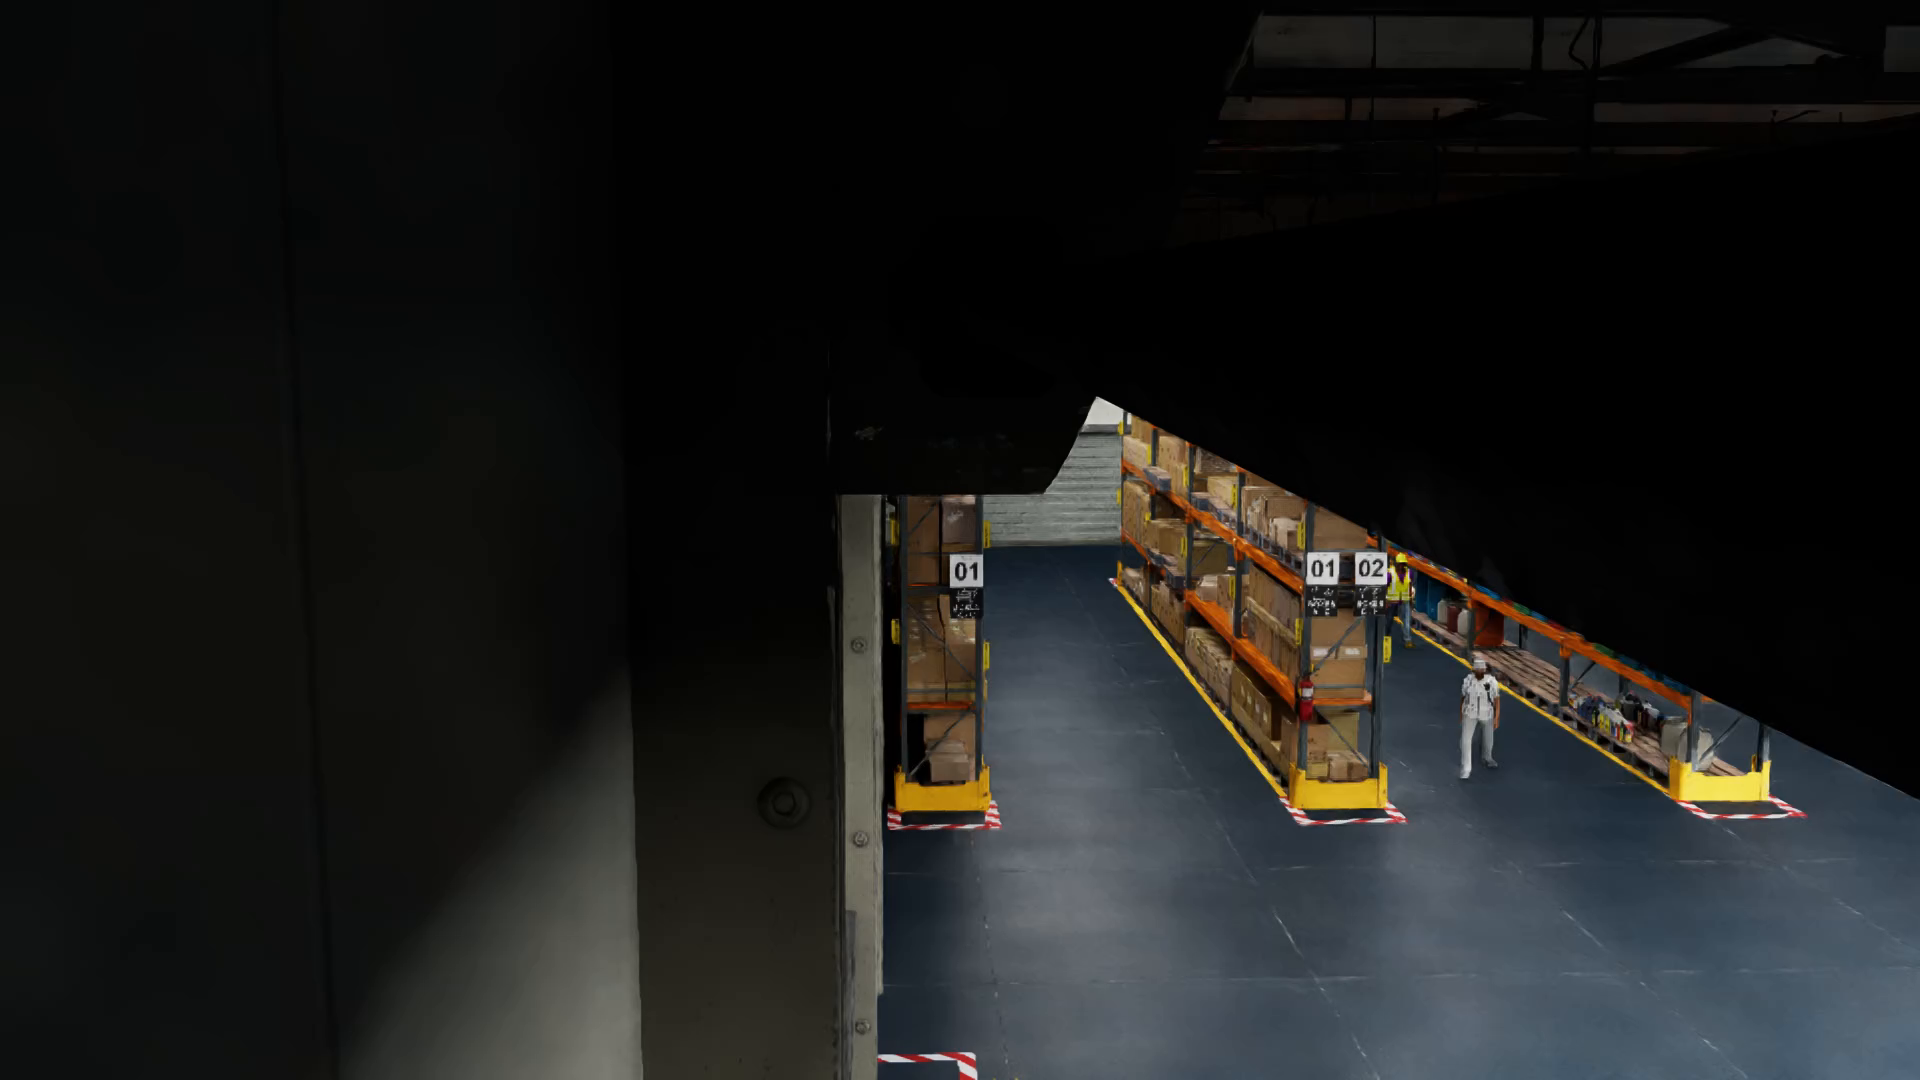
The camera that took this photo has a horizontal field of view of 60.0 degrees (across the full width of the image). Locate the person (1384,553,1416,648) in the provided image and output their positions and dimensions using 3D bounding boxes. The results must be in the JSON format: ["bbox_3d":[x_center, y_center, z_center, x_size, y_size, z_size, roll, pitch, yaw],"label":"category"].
[{"bbox_3d":[7.912,1.066,30.041,0.577,1.687,1.121,0,8,0],"label":"person"}]

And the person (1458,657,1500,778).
[{"bbox_3d":[6.880,2.308,22.001,0.527,1.599,0.939,3,9,18],"label":"person"}]
